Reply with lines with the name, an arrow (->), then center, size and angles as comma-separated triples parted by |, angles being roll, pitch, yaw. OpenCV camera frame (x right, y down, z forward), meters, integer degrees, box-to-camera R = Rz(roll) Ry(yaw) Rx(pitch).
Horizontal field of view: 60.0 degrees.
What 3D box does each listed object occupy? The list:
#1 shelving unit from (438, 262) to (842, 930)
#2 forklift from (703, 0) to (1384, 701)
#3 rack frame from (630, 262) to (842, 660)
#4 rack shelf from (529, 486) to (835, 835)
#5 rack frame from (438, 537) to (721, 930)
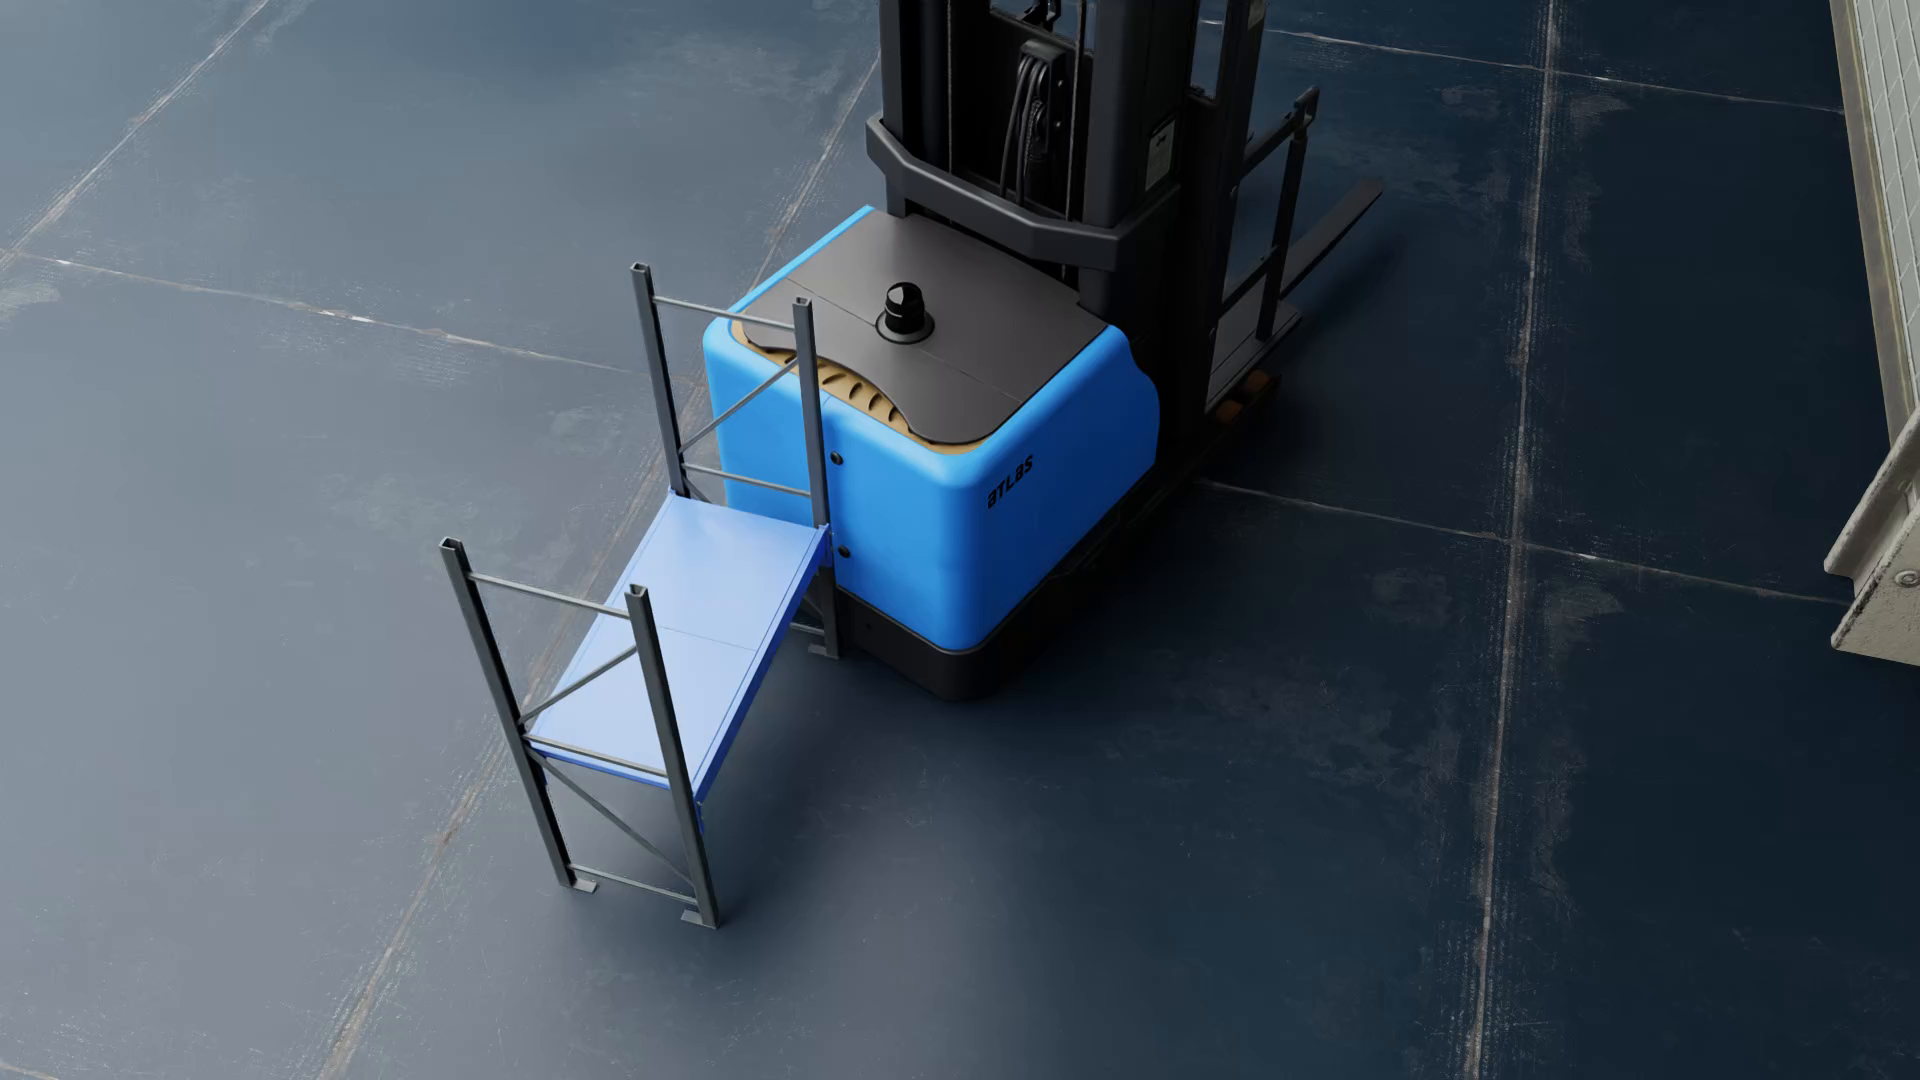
shelving unit -> -0.779, 0.191, 4.581 | 0.538, 1.500, 1.048 | 13, 50, 11
forklift -> 0.526, -1.523, 5.139 | 1.130, 2.935, 3.031 | 30, 55, 24
rack frame -> -0.627, -0.173, 4.902 | 0.500, 1.500, 0.032 | 13, 50, 11
rack shelf -> -0.779, 0.310, 4.716 | 0.538, 0.185, 1.000 | 13, 50, 11
rack frame -> -0.931, 0.555, 4.260 | 0.500, 1.500, 0.032 | 13, 50, 11
